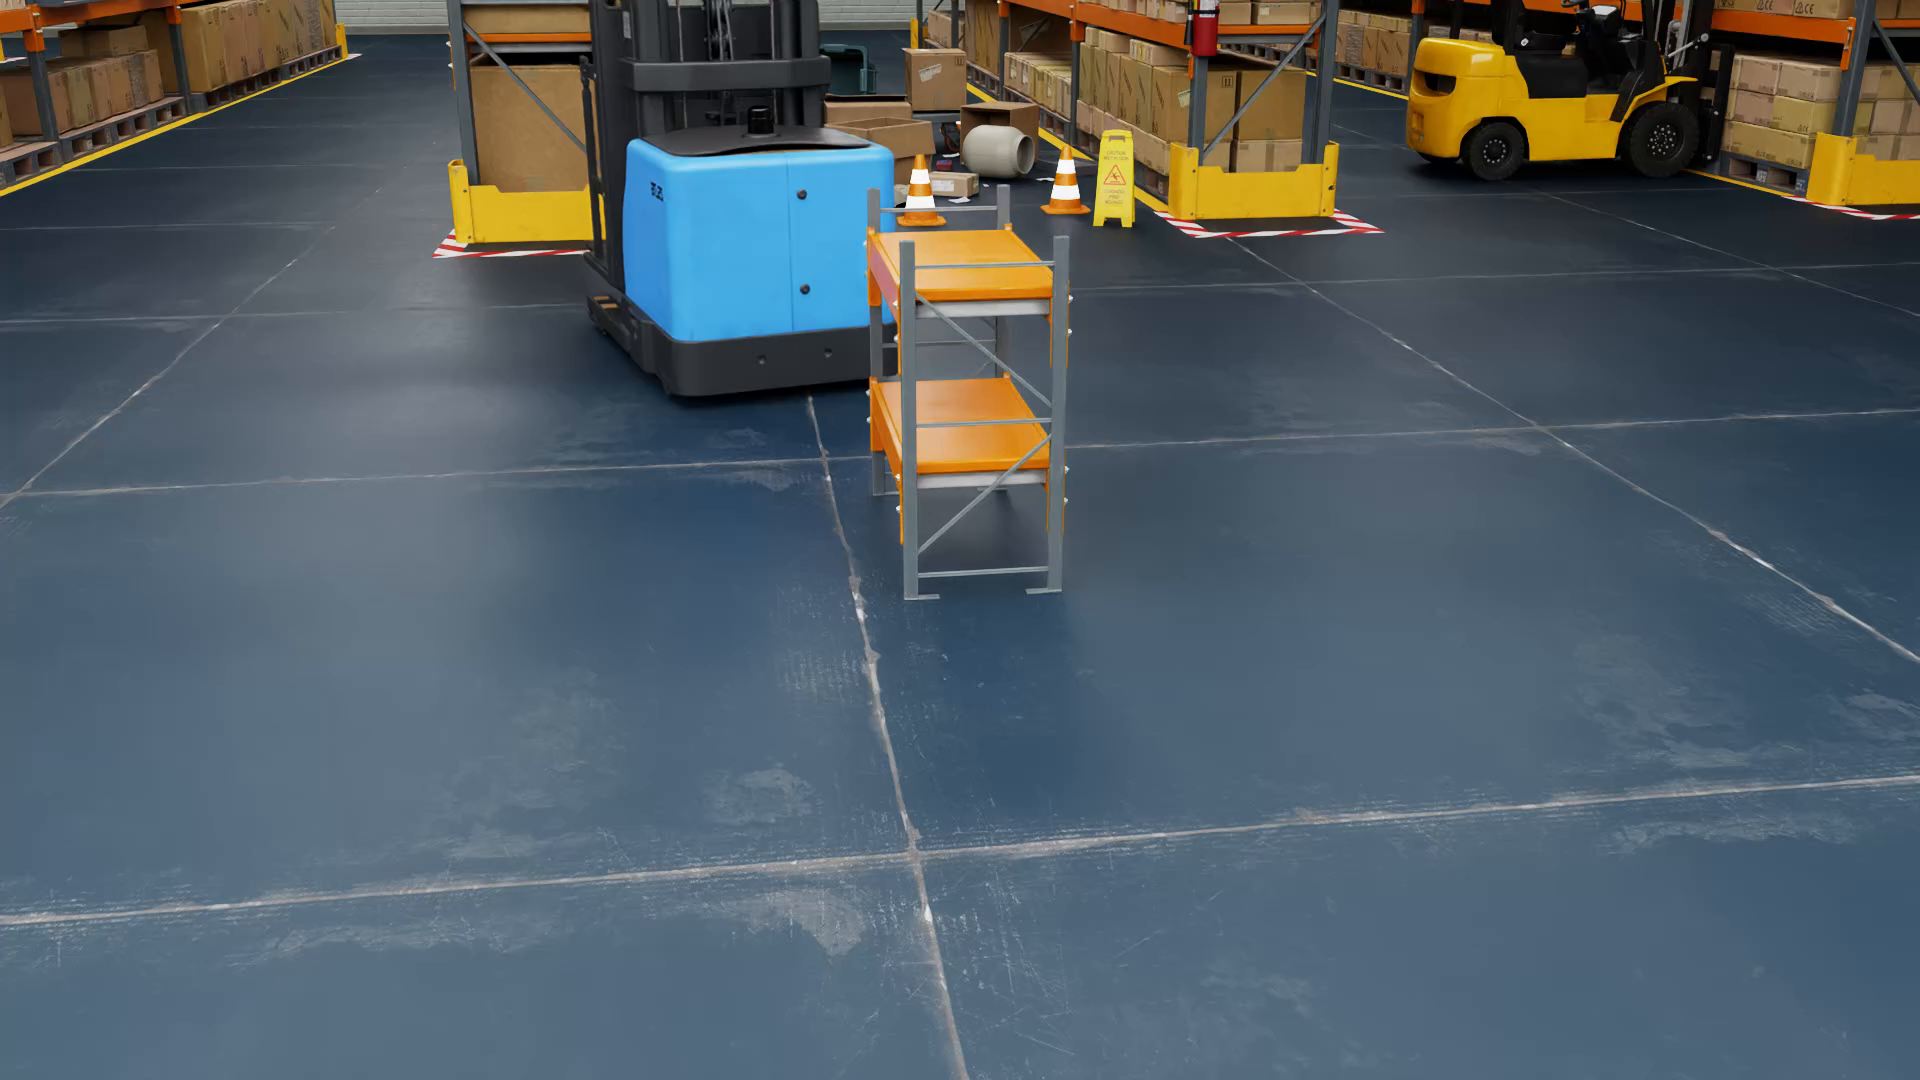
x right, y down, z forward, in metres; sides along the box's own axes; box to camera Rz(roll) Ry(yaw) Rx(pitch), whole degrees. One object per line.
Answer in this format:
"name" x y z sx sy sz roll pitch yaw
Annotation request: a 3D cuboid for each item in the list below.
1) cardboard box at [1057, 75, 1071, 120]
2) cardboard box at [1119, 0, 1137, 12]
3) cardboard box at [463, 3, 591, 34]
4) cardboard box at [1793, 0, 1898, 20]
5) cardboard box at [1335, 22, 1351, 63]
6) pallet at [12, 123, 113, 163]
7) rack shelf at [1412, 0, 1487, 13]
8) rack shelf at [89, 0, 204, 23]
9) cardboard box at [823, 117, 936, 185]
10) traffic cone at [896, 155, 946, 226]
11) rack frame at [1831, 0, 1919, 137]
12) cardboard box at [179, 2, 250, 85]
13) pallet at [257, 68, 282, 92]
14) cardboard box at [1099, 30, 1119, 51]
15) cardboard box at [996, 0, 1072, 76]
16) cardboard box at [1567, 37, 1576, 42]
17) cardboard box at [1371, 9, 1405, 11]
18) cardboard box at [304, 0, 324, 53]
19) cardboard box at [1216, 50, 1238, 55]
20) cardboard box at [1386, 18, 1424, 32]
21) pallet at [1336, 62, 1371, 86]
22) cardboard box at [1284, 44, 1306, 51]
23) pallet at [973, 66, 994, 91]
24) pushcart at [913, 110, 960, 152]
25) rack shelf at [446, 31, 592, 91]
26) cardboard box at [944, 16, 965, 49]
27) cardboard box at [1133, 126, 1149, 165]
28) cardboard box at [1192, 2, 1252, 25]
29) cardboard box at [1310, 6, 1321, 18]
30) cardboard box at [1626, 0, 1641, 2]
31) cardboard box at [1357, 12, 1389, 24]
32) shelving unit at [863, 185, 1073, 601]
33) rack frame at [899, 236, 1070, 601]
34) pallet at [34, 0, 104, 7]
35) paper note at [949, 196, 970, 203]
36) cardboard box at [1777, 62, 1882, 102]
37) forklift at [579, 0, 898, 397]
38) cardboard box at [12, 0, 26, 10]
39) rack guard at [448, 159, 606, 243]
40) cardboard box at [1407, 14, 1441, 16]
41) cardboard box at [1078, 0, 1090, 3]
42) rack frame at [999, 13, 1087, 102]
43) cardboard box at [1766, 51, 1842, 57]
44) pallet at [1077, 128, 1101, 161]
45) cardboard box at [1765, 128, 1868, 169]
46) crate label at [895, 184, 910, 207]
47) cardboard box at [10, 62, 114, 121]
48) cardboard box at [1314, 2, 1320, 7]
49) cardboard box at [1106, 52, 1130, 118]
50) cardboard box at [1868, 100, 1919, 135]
"cardboard box" 1.458 -4.269 16.014 0.950 0.372 0.625 -3 21 -7
"cardboard box" 1.503 -4.350 13.434 0.380 0.149 0.250 -3 21 -8
"cardboard box" -2.870 -3.649 10.983 0.875 0.550 0.550 -3 21 -8
"cardboard box" 6.693 -4.192 12.511 0.500 0.500 0.500 -3 21 -9
"cardboard box" 5.295 -6.633 22.161 0.500 0.500 0.500 -4 21 -9
"pallet" -8.385 -3.585 15.013 1.003 0.211 1.213 -3 21 -8
"rack shelf" 5.582 -7.114 21.504 1.077 0.370 4.000 -3 21 -8
"rack shelf" -9.136 -6.362 19.492 1.077 0.370 4.000 -3 21 -8
"cardboard box" -0.646 -3.048 13.157 0.637 0.503 0.797 17 27 39
"traffic cone" -0.276 -2.458 11.637 0.336 0.463 0.334 -3 21 -8
"rack frame" 7.024 -3.988 12.108 1.000 3.000 0.127 -3 21 -8
"cardboard box" -9.047 -5.757 19.280 1.225 0.875 0.875 -3 21 -8
"pallet" -9.238 -5.822 21.003 1.003 0.211 1.213 -3 21 -8
"cardboard box" 1.388 -4.243 14.121 0.380 0.149 0.250 -2 21 -6
"cardboard box" 0.942 -5.951 19.800 0.875 0.875 0.875 -3 21 -8
"cardboard box" 6.256 -4.907 17.360 0.875 0.625 0.625 -3 21 -8
"cardboard box" 5.782 -7.098 22.479 0.380 0.149 0.250 -4 21 -10
"cardboard box" -9.698 -7.445 23.800 0.875 0.875 0.875 -3 21 -8
"cardboard box" 2.036 -3.838 13.962 0.500 0.500 0.500 -2 21 -5
"cardboard box" 5.479 -6.339 20.447 0.380 0.149 0.250 -4 21 -11
"pallet" 5.628 -6.134 21.837 1.003 0.211 1.213 -3 21 -8
"cardboard box" 4.923 -7.182 24.134 0.380 0.149 0.250 -4 21 -9
"pallet" 0.747 -5.899 21.207 1.003 0.211 1.213 -3 21 -8
"pushcart" -0.713 -3.761 15.247 1.648 0.377 0.936 -11 23 -26
"rack shelf" -3.060 -3.808 12.652 1.077 0.370 4.000 -3 21 -8
"cardboard box" 0.269 -7.421 24.359 0.875 0.438 0.875 -4 21 -9
"cardboard box" 1.663 -3.091 13.036 0.500 0.250 0.500 -3 21 -8
"cardboard box" 1.847 -3.738 11.796 0.380 0.149 0.250 -2 21 -6
"cardboard box" 5.082 -7.335 23.114 0.380 0.149 0.250 -2 21 -5
"cardboard box" 6.344 -5.074 14.871 0.500 0.500 0.500 -3 21 -7
"cardboard box" 5.400 -6.794 21.665 0.380 0.149 0.250 -3 21 -8
"shelving unit" -0.001 -0.529 5.526 0.538 1.125 1.048 -3 21 -8
"rack frame" 0.072 -0.353 5.054 0.500 1.125 0.032 -3 21 -8
"pallet" -8.237 -4.804 14.565 1.003 0.211 1.213 -3 21 -8
"paper note" 0.006 -2.573 12.561 0.148 0.019 0.142 -11 23 -26
"cardboard box" 6.649 -3.509 12.725 0.500 0.250 0.500 -2 21 -6
"forklift" -1.303 -2.471 8.143 1.130 2.935 3.031 -8 22 -21
"cardboard box" -7.949 -4.445 13.688 0.380 0.149 0.250 -3 21 -8
"rack guard" -2.768 -2.273 11.087 1.175 0.500 0.348 -3 21 -8
"cardboard box" 5.944 -6.646 21.269 0.380 0.149 0.250 -3 21 -9
"cardboard box" 1.264 -4.879 14.851 0.380 0.149 0.250 -3 21 -8
"rack frame" 0.959 -6.507 18.850 1.000 3.000 0.127 -3 21 -8
"cardboard box" 7.005 -3.888 13.739 0.500 0.250 0.500 -3 21 -8
"pallet" 1.667 -3.585 15.012 1.003 0.211 1.213 -3 21 -8
"cardboard box" 6.643 -3.044 12.908 0.500 0.250 0.500 -3 21 -7
"crate label" -0.450 -2.575 12.415 0.250 0.136 0.298 -15 25 -35
"cardboard box" -8.469 -4.230 15.699 0.700 0.500 0.500 -5 21 -12
"cardboard box" 5.142 -7.478 23.070 0.380 0.149 0.250 -3 21 -9
"cardboard box" 1.515 -3.799 13.859 0.500 0.500 0.500 -2 21 -5
"cardboard box" 7.161 -3.304 12.892 0.500 0.250 0.500 -3 21 -7
